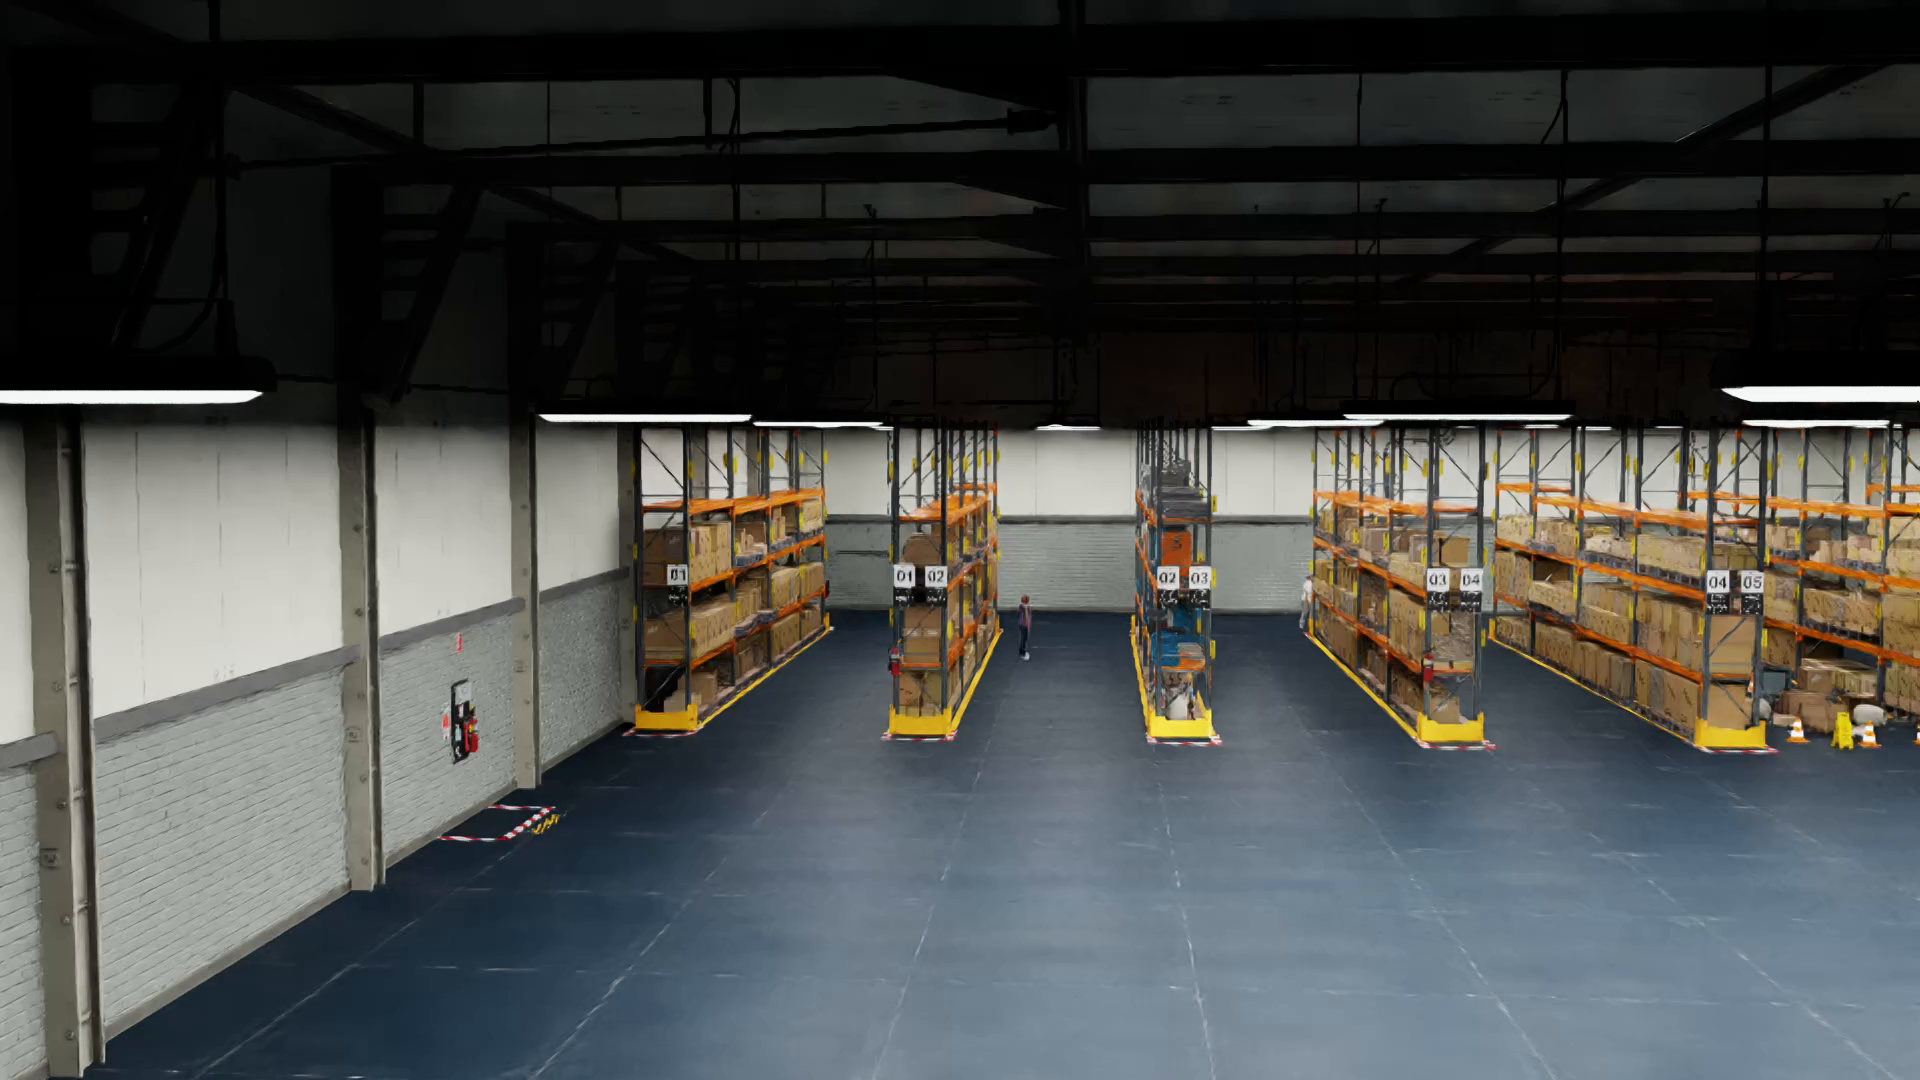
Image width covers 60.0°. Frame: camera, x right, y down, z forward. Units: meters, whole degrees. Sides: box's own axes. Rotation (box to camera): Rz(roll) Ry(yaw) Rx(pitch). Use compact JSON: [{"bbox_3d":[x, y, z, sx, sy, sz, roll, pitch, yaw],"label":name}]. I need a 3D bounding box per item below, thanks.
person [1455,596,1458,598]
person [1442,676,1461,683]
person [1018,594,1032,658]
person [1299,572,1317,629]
[{"bbox_3d":[14.618,1.615,49.582,0.552,1.723,1.037,1,4,13],"label":"person"},{"bbox_3d":[11.196,2.432,37.965,0.495,1.587,1.086,0,4,7],"label":"person"},{"bbox_3d":[1.649,2.163,42.028,0.347,1.600,0.532,-1,4,-15],"label":"person"},{"bbox_3d":[10.145,1.742,48.178,0.525,1.659,0.713,3,5,35],"label":"person"}]
